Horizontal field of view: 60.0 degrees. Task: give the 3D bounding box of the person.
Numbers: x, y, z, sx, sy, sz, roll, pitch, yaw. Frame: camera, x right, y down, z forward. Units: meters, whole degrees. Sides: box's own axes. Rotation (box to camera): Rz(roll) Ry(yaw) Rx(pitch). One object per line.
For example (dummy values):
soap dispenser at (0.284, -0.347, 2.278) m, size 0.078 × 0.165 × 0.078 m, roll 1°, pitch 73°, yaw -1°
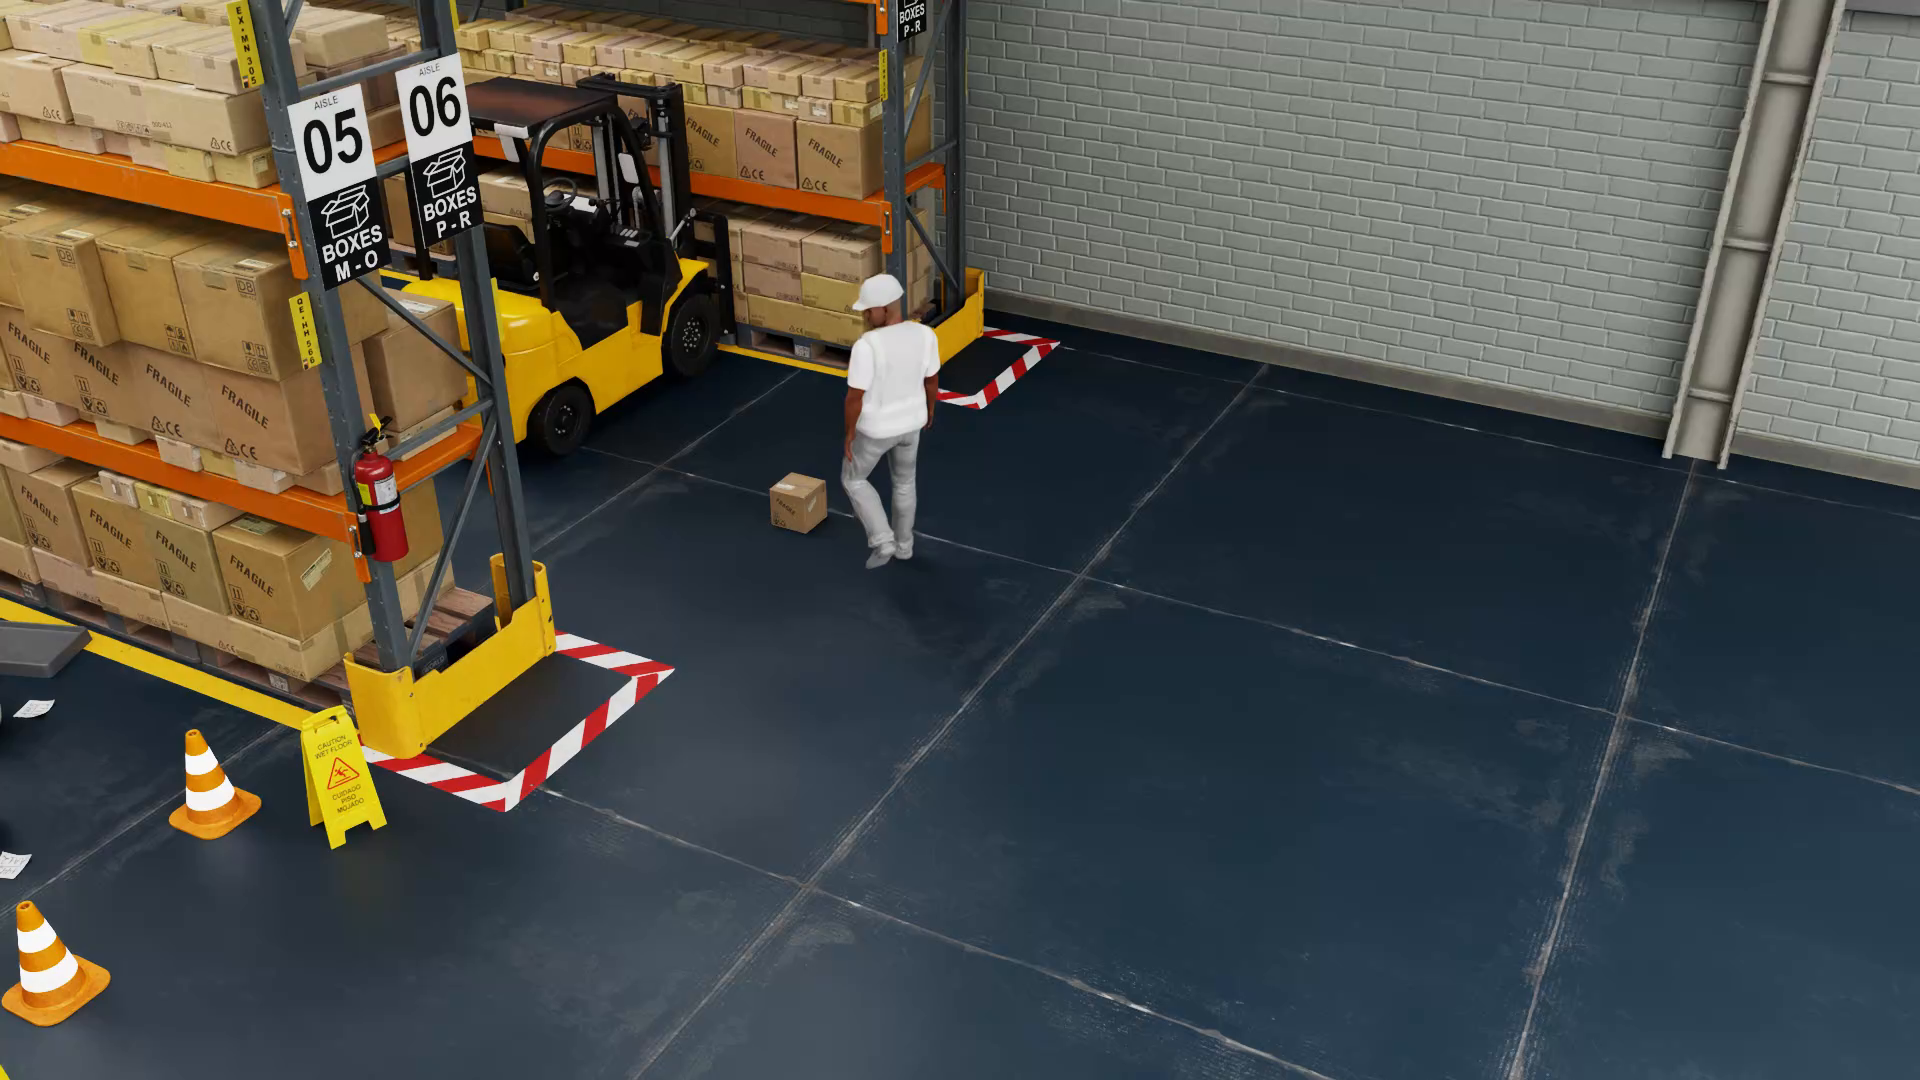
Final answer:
person at (-0.377, -0.647, 9.352) m, size 0.627 × 1.764 × 0.543 m, roll -15°, pitch 33°, yaw -24°
